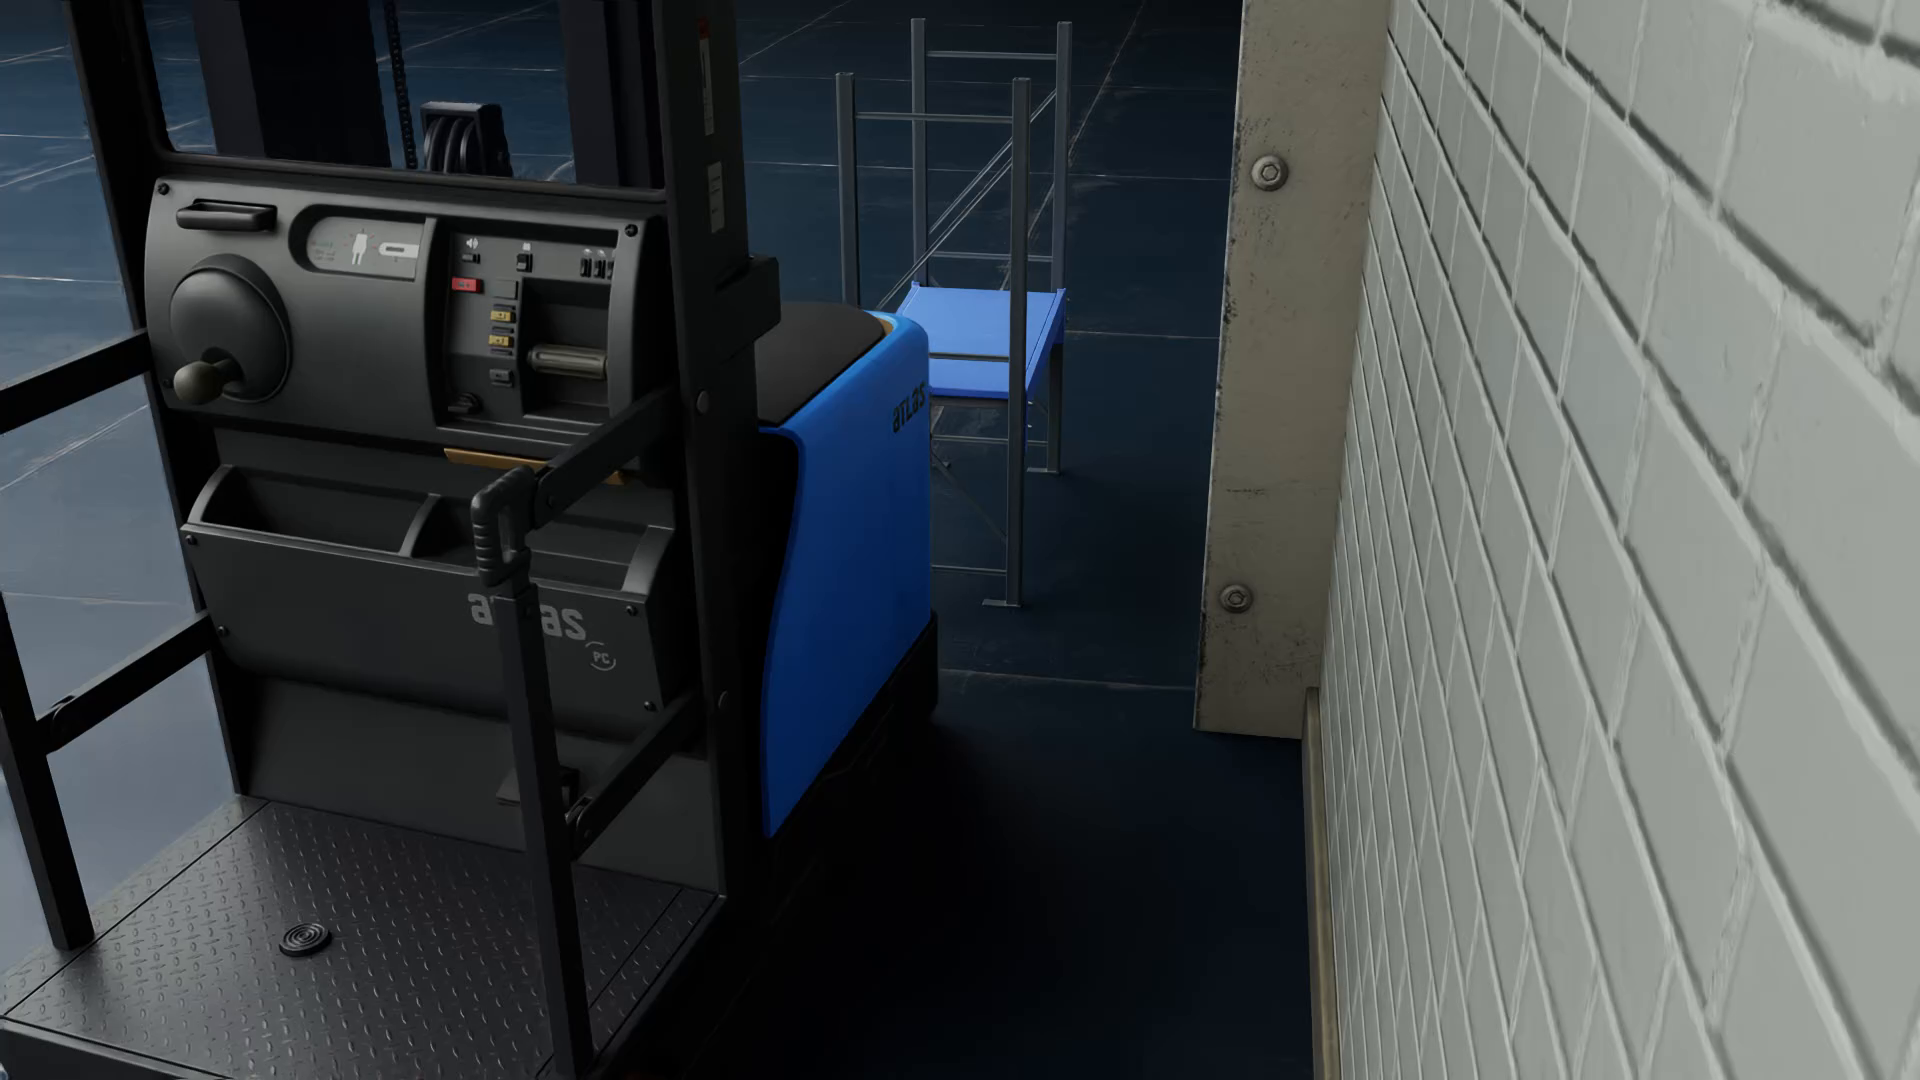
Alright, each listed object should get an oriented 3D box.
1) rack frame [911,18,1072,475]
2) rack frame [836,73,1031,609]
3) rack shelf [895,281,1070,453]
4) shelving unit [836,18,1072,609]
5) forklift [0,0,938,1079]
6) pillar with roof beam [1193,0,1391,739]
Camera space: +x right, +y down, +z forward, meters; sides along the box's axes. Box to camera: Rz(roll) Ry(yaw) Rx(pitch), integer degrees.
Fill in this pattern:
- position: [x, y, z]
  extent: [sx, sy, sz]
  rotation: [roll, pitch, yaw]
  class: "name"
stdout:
- position: [0.097, -0.928, 5.462]
  extent: [0.500, 1.500, 0.032]
  rotation: [4, 25, 9]
  class: "rack frame"
- position: [-0.069, -0.502, 4.554]
  extent: [0.500, 1.500, 0.032]
  rotation: [4, 25, 9]
  class: "rack frame"
- position: [0.014, -0.552, 5.085]
  extent: [0.538, 0.185, 1.000]
  rotation: [4, 25, 9]
  class: "rack shelf"
- position: [0.014, -0.715, 5.008]
  extent: [0.538, 1.500, 1.048]
  rotation: [4, 25, 9]
  class: "shelving unit"
- position: [-0.997, -0.344, 2.527]
  extent: [1.130, 2.935, 3.031]
  rotation: [8, 26, 16]
  class: "forklift"
- position: [-3.471, -3.965, 3.106]
  extent: [9.100, 9.000, 0.400]
  rotation: [4, 25, 9]
  class: "pillar with roof beam"
